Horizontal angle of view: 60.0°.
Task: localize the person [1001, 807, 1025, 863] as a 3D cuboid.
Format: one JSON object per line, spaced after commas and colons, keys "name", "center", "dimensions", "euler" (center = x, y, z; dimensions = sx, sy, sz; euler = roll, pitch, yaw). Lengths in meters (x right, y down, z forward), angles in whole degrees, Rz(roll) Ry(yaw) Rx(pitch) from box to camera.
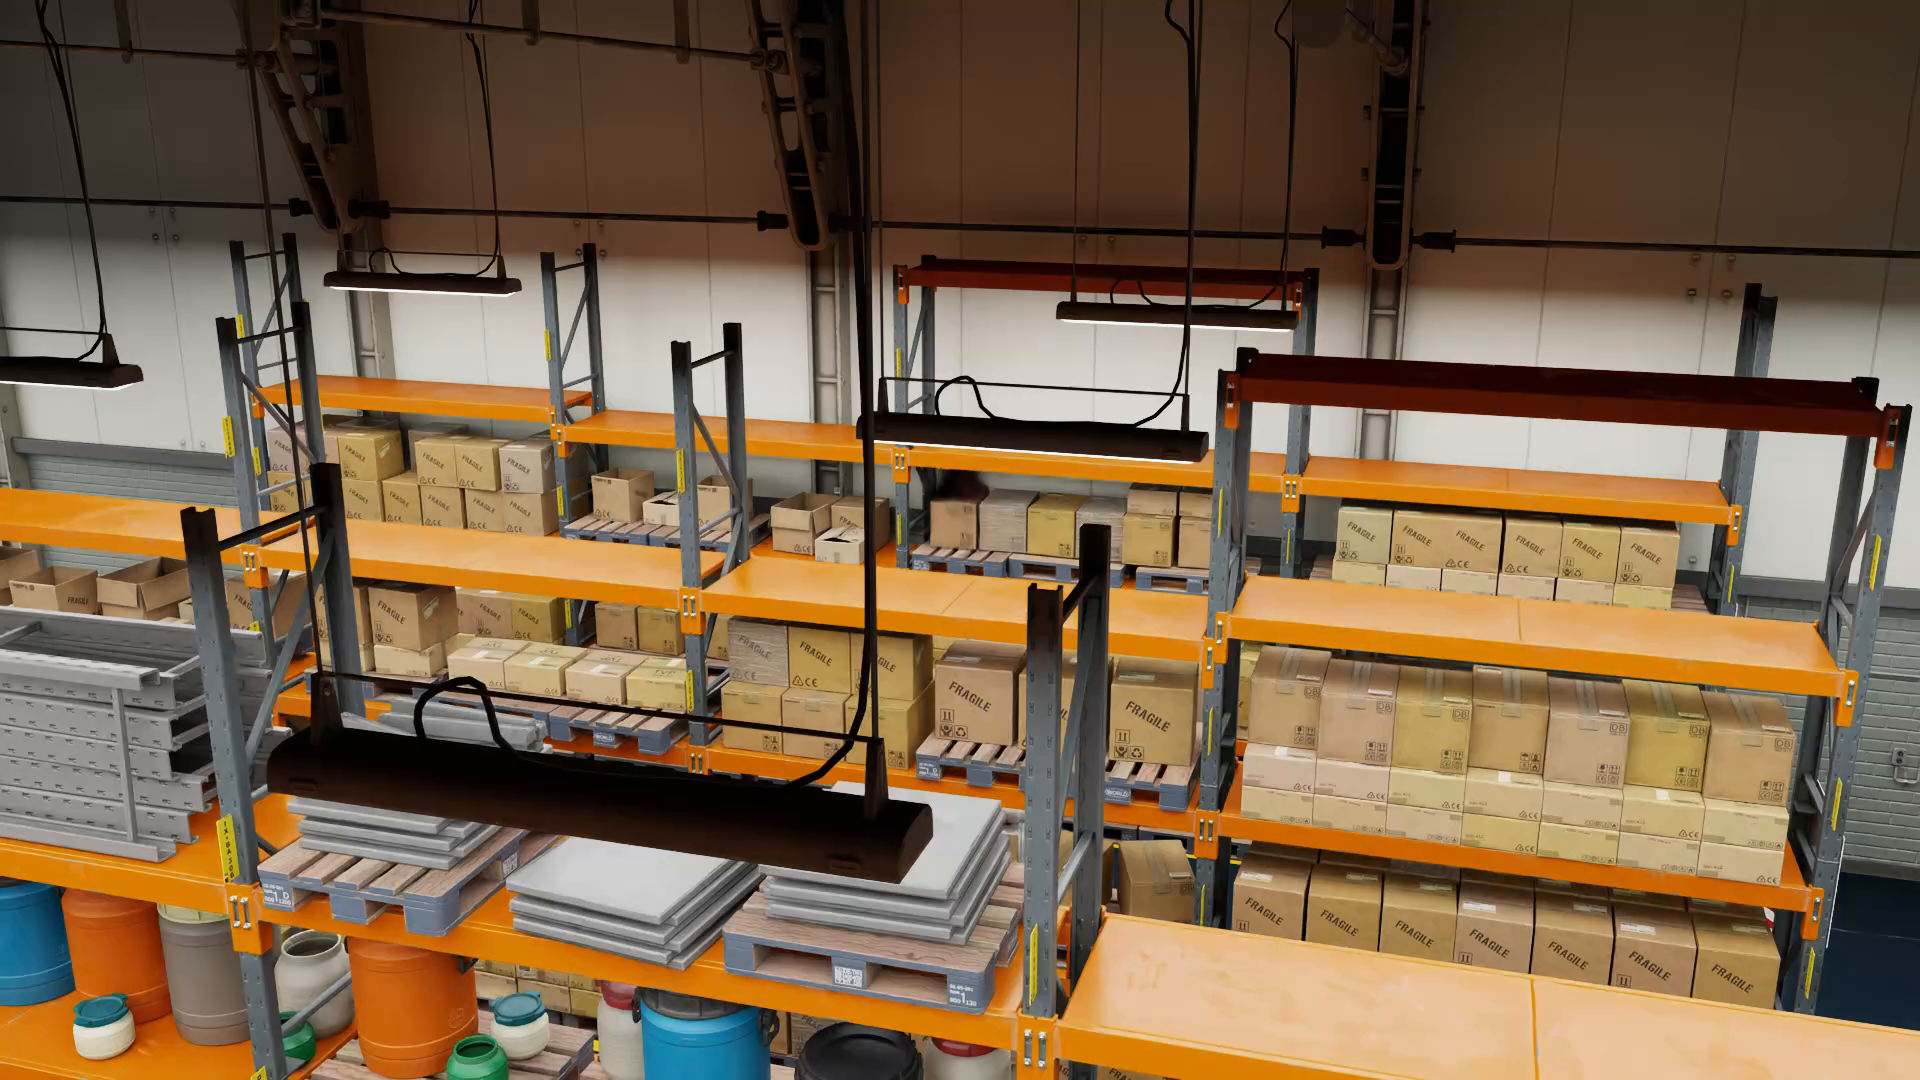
{"name": "person", "center": [0.353, 3.077, 14.951], "dimensions": [1.045, 1.716, 0.496], "euler": [4, 17, 15]}
